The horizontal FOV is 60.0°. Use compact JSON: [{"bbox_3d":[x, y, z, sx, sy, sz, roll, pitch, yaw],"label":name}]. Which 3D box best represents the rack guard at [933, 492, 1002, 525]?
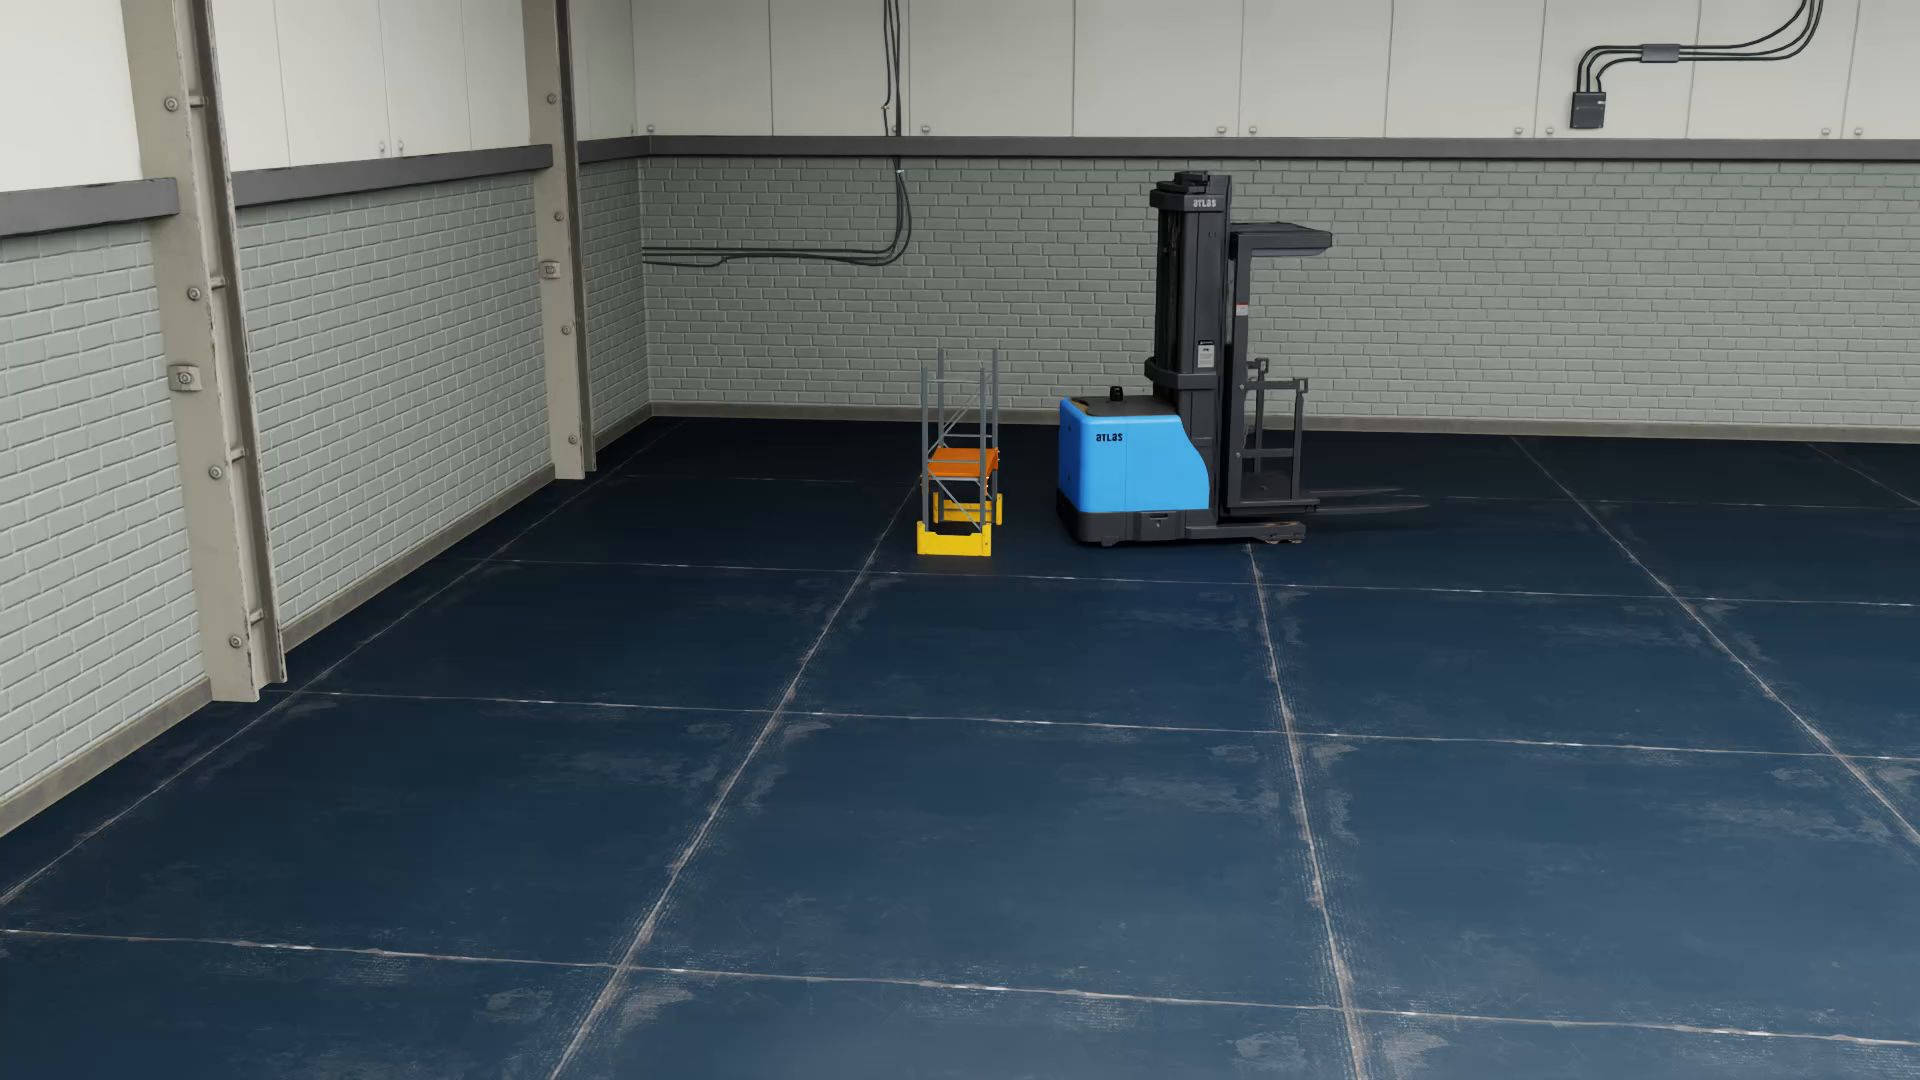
[{"bbox_3d":[0.065,-0.270,14.180,0.587,0.250,0.087,2,15,6],"label":"rack guard"}]

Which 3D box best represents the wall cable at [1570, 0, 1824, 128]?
[{"bbox_3d":[7.367,-7.060,16.017,2.305,6.003,0.169,2,15,6],"label":"wall cable"}]

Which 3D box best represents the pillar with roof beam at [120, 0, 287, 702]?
[{"bbox_3d":[-0.110,-3.294,8.604,9.100,9.000,0.400,2,15,6],"label":"pillar with roof beam"}]

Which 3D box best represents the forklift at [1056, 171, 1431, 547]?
[{"bbox_3d":[2.383,-1.515,13.651,3.031,2.935,1.130,-2,15,-8],"label":"forklift"}]

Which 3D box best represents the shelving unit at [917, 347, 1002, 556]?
[{"bbox_3d":[0.009,-0.744,13.539,0.587,1.500,1.083,2,15,6],"label":"shelving unit"}]

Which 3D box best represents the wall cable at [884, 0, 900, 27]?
[{"bbox_3d":[0.624,-6.561,16.961,3.097,2.526,0.112,2,15,6],"label":"wall cable"}]

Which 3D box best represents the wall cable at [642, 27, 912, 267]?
[{"bbox_3d":[-2.064,-4.203,17.915,3.097,2.526,0.112,2,15,6],"label":"wall cable"}]

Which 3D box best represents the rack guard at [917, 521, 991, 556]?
[{"bbox_3d":[-0.048,-0.011,13.225,0.587,0.250,0.087,2,15,6],"label":"rack guard"}]

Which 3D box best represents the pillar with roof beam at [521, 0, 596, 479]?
[{"bbox_3d":[0.567,-4.850,14.359,9.100,9.000,0.400,2,15,6],"label":"pillar with roof beam"}]

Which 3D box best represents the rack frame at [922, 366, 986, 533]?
[{"bbox_3d":[-0.048,-0.614,13.061,0.500,1.500,0.032,2,15,6],"label":"rack frame"}]

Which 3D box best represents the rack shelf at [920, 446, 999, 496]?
[{"bbox_3d":[0.010,-0.572,13.595,0.538,0.185,1.000,2,15,6],"label":"rack shelf"}]

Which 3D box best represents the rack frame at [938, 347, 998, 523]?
[{"bbox_3d":[0.067,-0.878,14.036,0.500,1.500,0.032,2,15,6],"label":"rack frame"}]
